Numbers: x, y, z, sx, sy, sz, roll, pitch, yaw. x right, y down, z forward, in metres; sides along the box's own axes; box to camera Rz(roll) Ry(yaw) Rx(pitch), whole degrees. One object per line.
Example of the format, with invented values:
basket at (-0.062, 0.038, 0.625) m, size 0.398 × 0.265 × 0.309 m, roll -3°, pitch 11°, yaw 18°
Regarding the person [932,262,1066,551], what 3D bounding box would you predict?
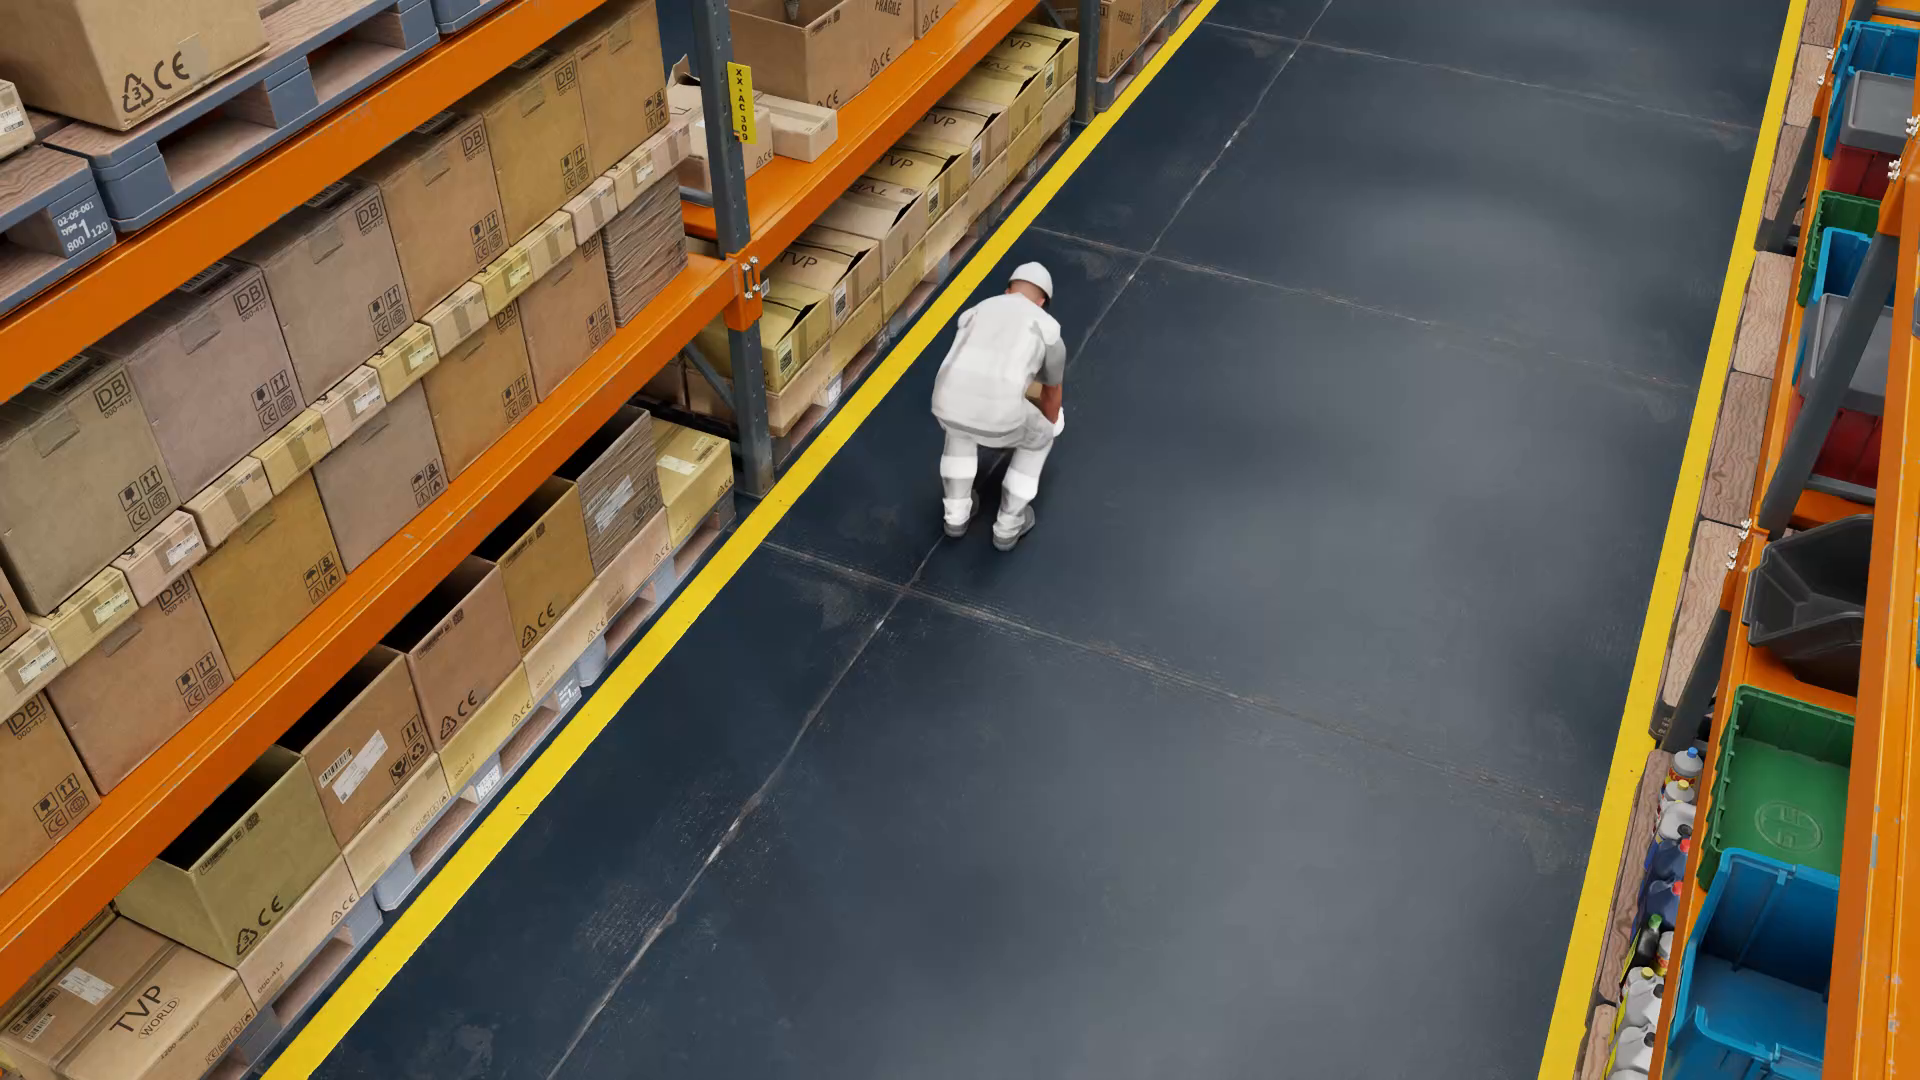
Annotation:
person at (0.190, -0.573, 7.337) m, size 0.530 × 1.055 × 0.958 m, roll 15°, pitch 44°, yaw 16°
